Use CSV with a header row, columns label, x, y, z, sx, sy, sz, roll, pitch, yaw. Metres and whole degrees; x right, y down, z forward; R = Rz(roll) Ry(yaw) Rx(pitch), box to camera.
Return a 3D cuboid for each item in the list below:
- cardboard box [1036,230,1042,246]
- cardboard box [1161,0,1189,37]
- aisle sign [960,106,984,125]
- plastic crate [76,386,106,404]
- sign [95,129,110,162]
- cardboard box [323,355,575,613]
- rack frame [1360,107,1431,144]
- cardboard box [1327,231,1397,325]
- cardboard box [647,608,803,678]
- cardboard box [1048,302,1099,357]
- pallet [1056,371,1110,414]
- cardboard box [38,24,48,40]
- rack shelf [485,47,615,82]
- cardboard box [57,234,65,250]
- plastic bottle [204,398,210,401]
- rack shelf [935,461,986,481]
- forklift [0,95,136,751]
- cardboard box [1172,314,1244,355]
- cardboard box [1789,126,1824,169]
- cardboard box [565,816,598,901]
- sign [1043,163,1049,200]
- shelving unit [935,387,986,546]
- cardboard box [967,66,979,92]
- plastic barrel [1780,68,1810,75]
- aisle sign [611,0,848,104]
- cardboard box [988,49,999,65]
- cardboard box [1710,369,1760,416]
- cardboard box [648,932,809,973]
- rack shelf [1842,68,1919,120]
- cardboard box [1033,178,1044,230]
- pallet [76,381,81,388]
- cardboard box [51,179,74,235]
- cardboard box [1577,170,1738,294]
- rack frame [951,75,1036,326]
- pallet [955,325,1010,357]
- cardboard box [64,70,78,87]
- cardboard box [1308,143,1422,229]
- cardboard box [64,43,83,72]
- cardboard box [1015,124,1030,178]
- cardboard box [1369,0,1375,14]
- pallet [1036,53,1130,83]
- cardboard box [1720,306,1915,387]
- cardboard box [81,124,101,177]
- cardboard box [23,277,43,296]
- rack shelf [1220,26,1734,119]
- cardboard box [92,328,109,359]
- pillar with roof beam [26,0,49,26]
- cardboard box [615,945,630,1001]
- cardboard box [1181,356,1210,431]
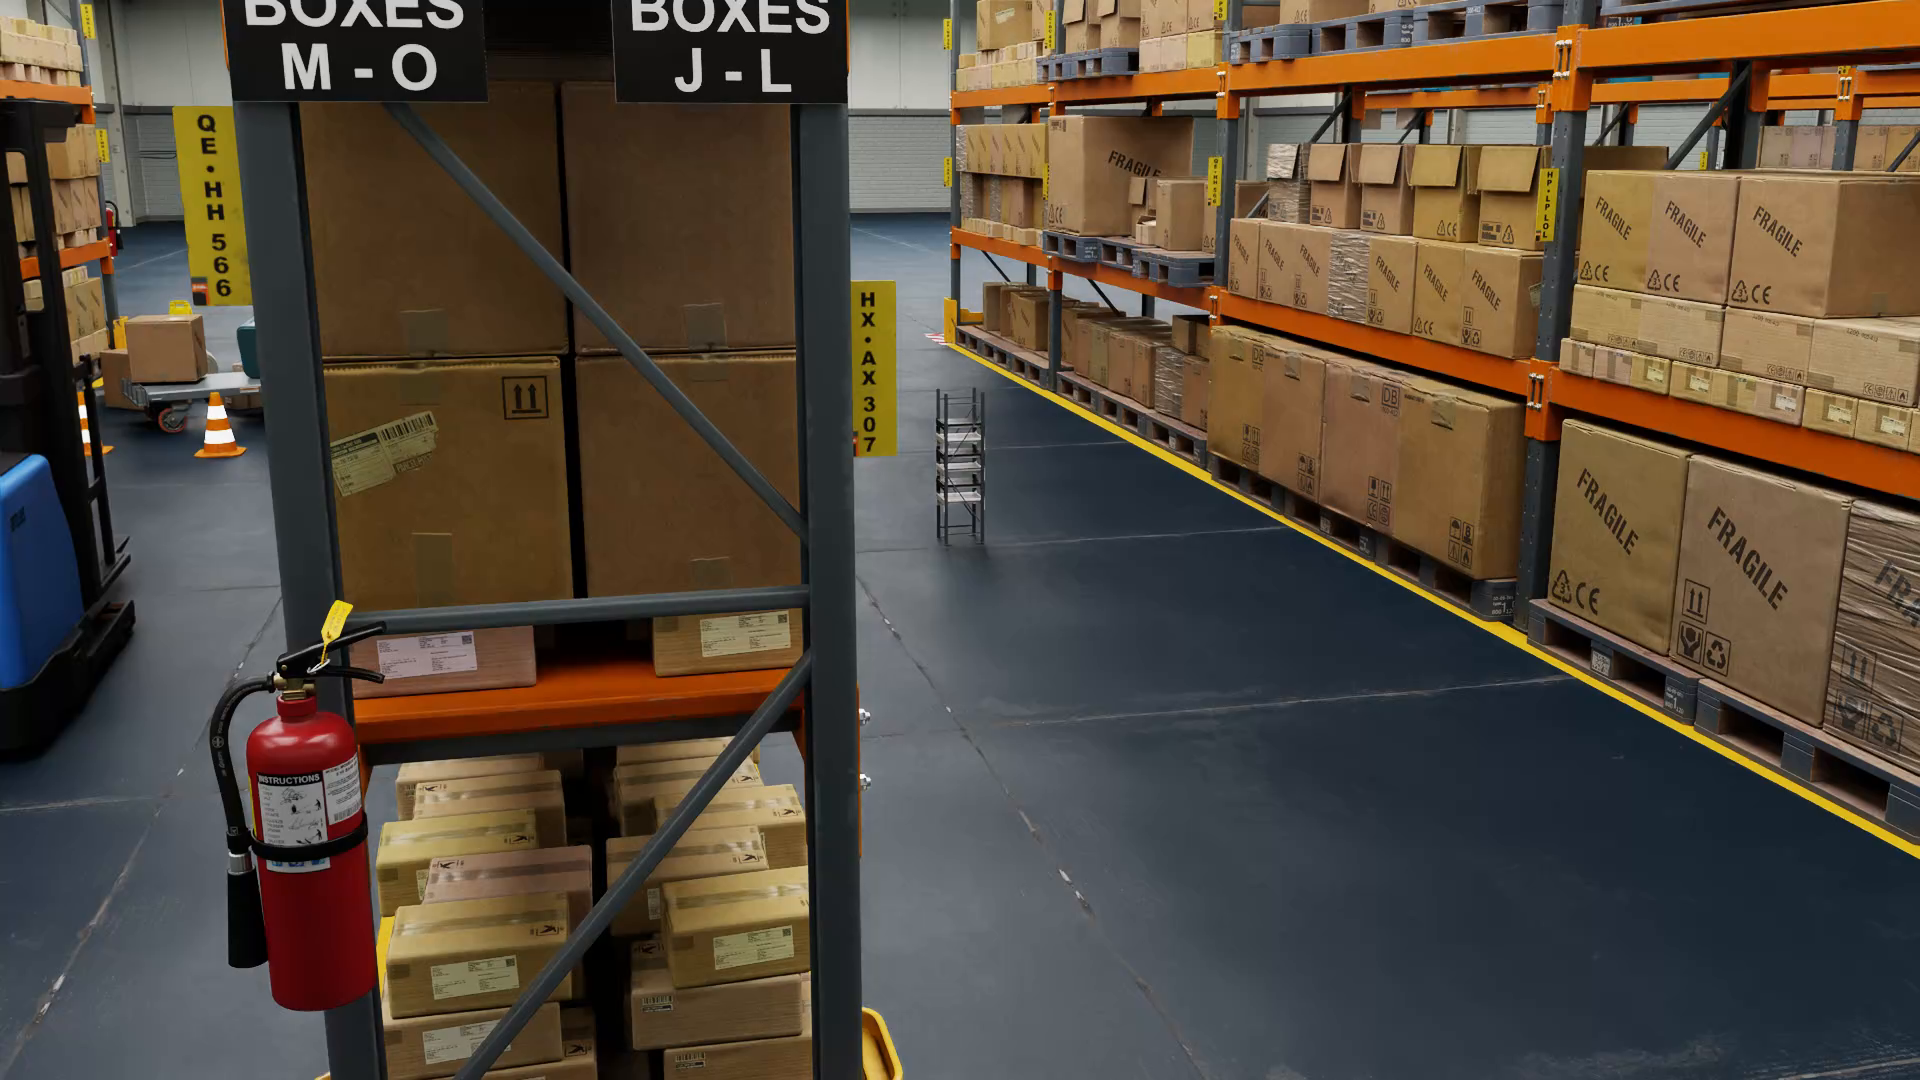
label,x,y,z,sx,sy,sz,roll,pitch,yaw
cardboard box,0.946,-2.916,16.070,0.380,0.149,0.250,-3,14,-13
cardboard box,1.786,-3.925,12.087,0.500,0.500,0.500,-3,14,-13
aisle sign,0.087,-5.068,18.875,0.394,0.787,0.004,-3,14,-13
plastic crate,-7.872,-1.322,15.172,0.402,0.080,0.583,-9,16,-33
sign,-8.696,-3.998,16.865,0.100,0.325,0.005,-3,14,-13
cardboard box,-1.050,-0.146,3.368,0.500,0.500,0.500,-3,14,-12
rack frame,5.207,-4.084,20.324,1.000,3.000,0.127,-3,14,-13
cardboard box,2.484,-1.531,9.665,0.500,0.500,0.500,-3,14,-13
cardboard box,-0.452,0.165,3.460,0.380,0.149,0.250,-3,14,-14
cardboard box,1.136,-2.101,16.589,0.500,0.500,0.500,1,14,5
pallet,1.517,-1.351,15.013,1.003,0.211,1.213,-3,14,-13
cardboard box,-8.763,-4.736,15.519,0.380,0.149,0.250,-3,14,-13
rack shelf,-2.103,-2.356,8.444,1.077,0.370,4.000,-3,14,-13
cardboard box,-8.576,-2.768,15.466,0.380,0.149,0.250,-3,14,-14
plastic bottle,-6.780,-1.308,15.151,0.133,0.061,0.283,-1,14,-3
rack shelf,0.002,-0.403,9.820,0.258,0.077,0.200,-3,14,-13
forklift,-4.462,-0.869,7.310,1.130,2.935,3.031,-4,14,-16
cardboard box,1.951,-1.601,12.919,0.500,0.250,0.500,-2,14,-7
cardboard box,10.381,-4.680,19.819,0.700,0.500,0.500,-3,14,-13
cardboard box,-1.182,0.879,4.503,0.380,0.149,0.250,-3,14,-14
sign,0.807,-3.274,15.183,0.100,0.325,0.005,-3,14,-13
shelving unit,0.002,-0.435,9.813,0.258,0.900,0.210,-3,14,-13
cardboard box,0.382,-4.948,17.856,0.500,0.250,0.500,-4,14,-14
plastic barrel,6.951,-4.257,13.805,0.600,0.830,0.708,-3,14,-13
aisle sign,-0.386,-1.127,2.740,0.394,0.787,0.004,-3,14,-13
cardboard box,0.505,-5.008,17.259,0.380,0.149,0.250,-4,14,-16
cardboard box,3.205,-0.590,6.551,0.380,0.149,0.250,-3,14,-14
cardboard box,-0.577,0.971,4.127,0.380,0.149,0.250,-3,14,-13
rack shelf,7.556,-2.885,10.610,1.077,0.370,4.000,-3,14,-13
cardboard box,1.204,-3.303,16.289,0.875,0.500,0.500,-3,14,-13
pallet,-8.782,-1.413,15.267,1.003,0.211,1.213,-3,14,-13
cardboard box,-8.617,-3.107,15.489,0.500,0.500,0.500,-3,14,-13
cardboard box,3.075,-1.351,7.245,0.500,0.500,0.500,-3,14,-13
rack frame,0.393,-3.808,19.194,1.000,3.000,0.127,-3,14,-13
pallet,0.567,-2.247,18.678,1.003,0.211,1.213,-3,14,-13
cardboard box,-8.794,-4.468,16.106,0.380,0.149,0.250,-3,14,-13
cardboard box,2.578,-2.178,10.199,0.797,0.503,0.637,-3,14,-12
cardboard box,-8.858,-4.681,16.137,0.500,0.250,0.500,-3,14,-14
cardboard box,0.841,-3.768,16.085,0.500,0.500,0.500,-3,14,-13
cardboard box,2.773,-3.341,9.867,0.500,0.500,0.500,-3,14,-10
pallet,1.374,-4.103,14.476,1.213,0.211,1.003,-3,14,-13
cardboard box,3.306,-0.754,6.383,0.500,0.250,0.500,-3,14,-12
cardboard box,-8.908,-3.829,16.334,0.700,0.500,0.500,-4,14,-15
cardboard box,-8.336,-2.244,14.755,0.380,0.149,0.250,-2,14,-10
rack shelf,2.742,-2.609,9.480,1.077,0.370,4.000,-3,14,-13
cardboard box,-8.783,-1.947,16.485,0.500,0.250,0.500,-3,14,-13
pillar with roof beam,-16.228,-11.458,37.866,9.100,9.000,0.400,-3,14,-13
cardboard box,-0.712,1.066,4.367,0.380,0.149,0.250,-3,14,-13
cardboard box,2.095,-1.115,12.512,0.700,0.500,0.500,-4,14,-16
